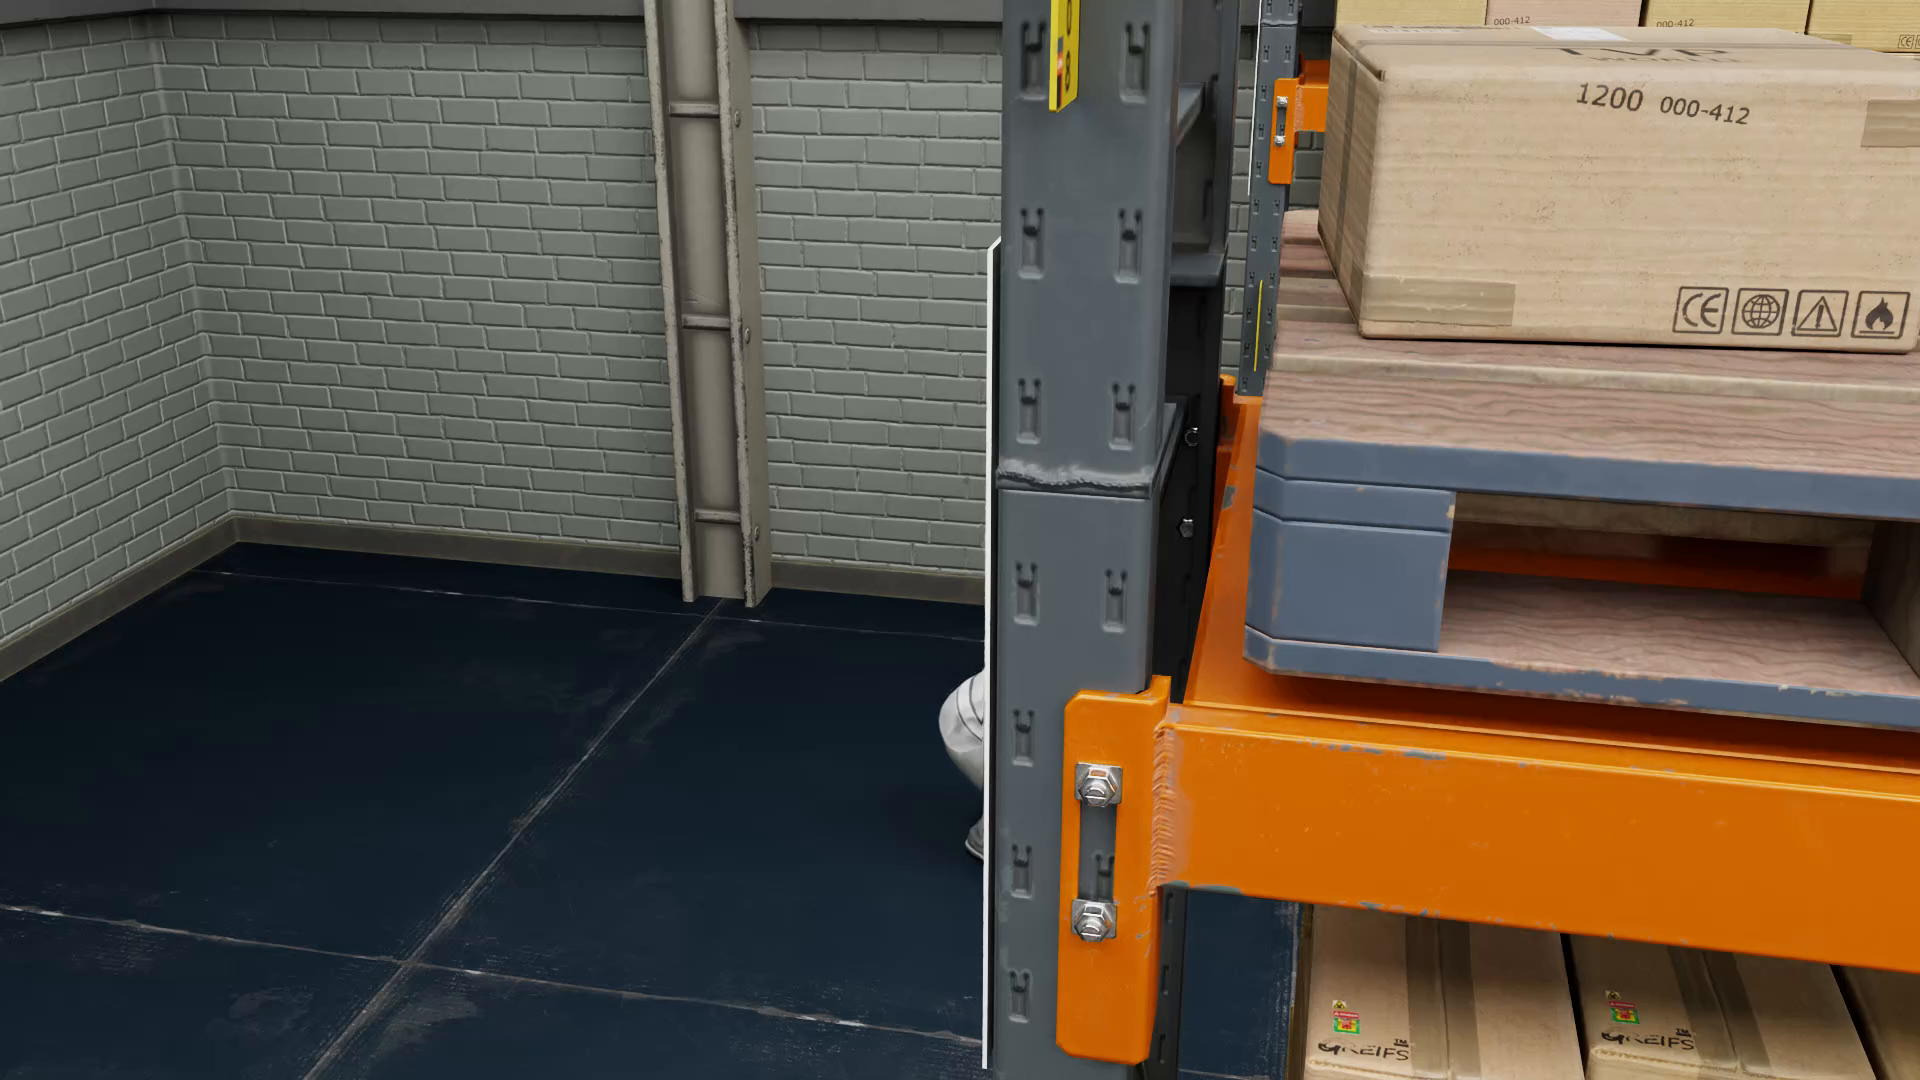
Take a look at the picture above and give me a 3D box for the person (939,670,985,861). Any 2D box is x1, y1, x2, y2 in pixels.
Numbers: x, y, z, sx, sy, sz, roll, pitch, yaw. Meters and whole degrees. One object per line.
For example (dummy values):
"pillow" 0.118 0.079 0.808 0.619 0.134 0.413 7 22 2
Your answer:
"person" 0.358 0.745 6.184 0.576 1.025 0.904 -20 29 -41
